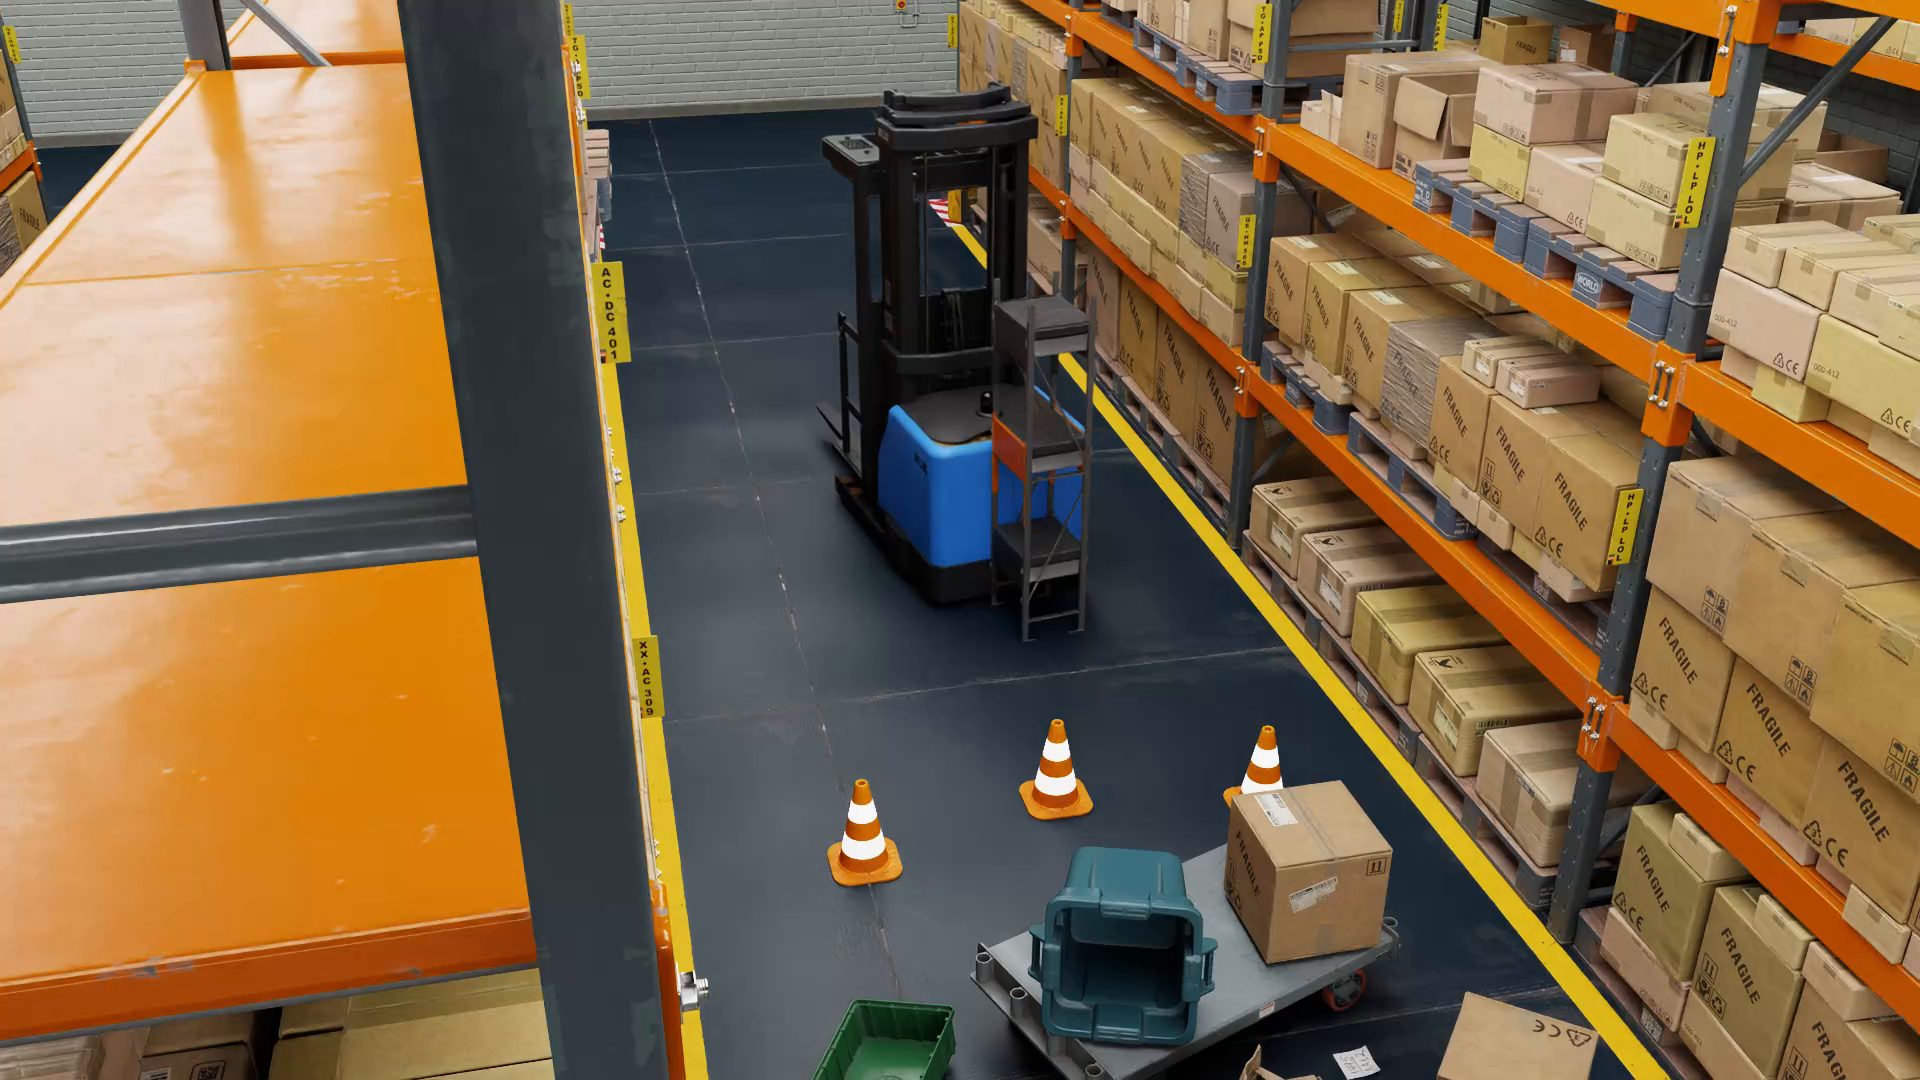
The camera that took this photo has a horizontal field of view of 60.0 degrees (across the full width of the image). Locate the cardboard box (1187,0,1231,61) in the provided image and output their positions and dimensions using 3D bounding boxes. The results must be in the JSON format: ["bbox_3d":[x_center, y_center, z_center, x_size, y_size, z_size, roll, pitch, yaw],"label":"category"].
[{"bbox_3d":[1.862,-3.333,10.464,0.700,0.500,0.500,-7,28,-14],"label":"cardboard box"}]

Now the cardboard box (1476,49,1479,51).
[{"bbox_3d":[5.779,-5.028,17.566,0.500,0.250,0.500,-6,27,-11],"label":"cardboard box"}]

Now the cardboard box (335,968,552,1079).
[{"bbox_3d":[-0.548,0.609,2.049,0.380,0.149,0.250,-6,27,-11],"label":"cardboard box"}]

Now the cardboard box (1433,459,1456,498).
[{"bbox_3d":[2.571,-0.312,8.199,0.380,0.149,0.250,-6,27,-12],"label":"cardboard box"}]

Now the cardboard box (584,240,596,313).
[{"bbox_3d":[-1.235,-0.730,4.701,0.380,0.149,0.250,-6,27,-12],"label":"cardboard box"}]

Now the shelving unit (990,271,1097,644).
[{"bbox_3d":[0.468,-0.460,9.677,0.431,2.100,0.503,-10,28,-19],"label":"shelving unit"}]

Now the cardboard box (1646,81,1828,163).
[{"bbox_3d":[3.308,-1.788,7.126,0.500,0.250,0.500,-7,28,-13],"label":"cardboard box"}]

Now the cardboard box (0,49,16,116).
[{"bbox_3d":[-8.822,-4.065,14.826,0.500,0.500,0.500,-6,27,-11],"label":"cardboard box"}]

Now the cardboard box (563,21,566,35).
[{"bbox_3d":[-3.747,-4.309,14.755,0.500,0.500,0.500,-5,27,-9],"label":"cardboard box"}]

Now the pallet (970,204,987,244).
[{"bbox_3d":[0.724,-3.270,17.341,1.003,0.211,1.213,-6,27,-12],"label":"pallet"}]

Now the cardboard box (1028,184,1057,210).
[{"bbox_3d":[0.928,-3.221,16.527,0.875,0.438,0.875,-5,27,-10],"label":"cardboard box"}]

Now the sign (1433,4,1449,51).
[{"bbox_3d":[2.799,-2.970,9.749,0.100,0.325,0.005,-6,27,-12],"label":"sign"}]

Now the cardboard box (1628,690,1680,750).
[{"bbox_3d":[2.930,0.693,6.673,0.380,0.149,0.250,-6,27,-12],"label":"cardboard box"}]

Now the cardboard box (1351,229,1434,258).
[{"bbox_3d":[2.643,-1.540,9.911,0.500,0.500,0.500,-7,28,-13],"label":"cardboard box"}]

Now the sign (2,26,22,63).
[{"bbox_3d":[-8.656,-4.523,15.181,0.100,0.325,0.005,-6,27,-12],"label":"sign"}]

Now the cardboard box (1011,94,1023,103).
[{"bbox_3d":[0.766,-3.769,15.123,0.500,0.500,0.500,-6,27,-12],"label":"cardboard box"}]

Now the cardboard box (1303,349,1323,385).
[{"bbox_3d":[2.210,-1.007,9.576,0.380,0.149,0.250,-8,28,-15],"label":"cardboard box"}]

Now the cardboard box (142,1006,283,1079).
[{"bbox_3d":[-1.221,0.670,2.371,0.500,0.250,0.500,-6,27,-11],"label":"cardboard box"}]

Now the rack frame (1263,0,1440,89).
[{"bbox_3d":[2.270,-4.024,9.082,1.000,3.000,0.127,-6,27,-12],"label":"rack frame"}]

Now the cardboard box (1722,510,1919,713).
[{"bbox_3d":[3.153,0.228,5.765,0.700,0.500,0.500,-6,27,-11],"label":"cardboard box"}]

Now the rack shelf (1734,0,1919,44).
[{"bbox_3d":[3.622,-1.068,4.027,1.077,0.370,4.000,-6,27,-12],"label":"rack shelf"}]

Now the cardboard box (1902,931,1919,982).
[{"bbox_3d":[3.293,1.363,5.345,0.380,0.149,0.250,-6,27,-12],"label":"cardboard box"}]

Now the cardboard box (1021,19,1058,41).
[{"bbox_3d":[0.763,-4.553,14.848,0.380,0.149,0.250,-7,28,-13],"label":"cardboard box"}]

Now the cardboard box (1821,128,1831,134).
[{"bbox_3d":[6.388,-3.033,13.199,0.700,0.500,0.500,-6,27,-12],"label":"cardboard box"}]

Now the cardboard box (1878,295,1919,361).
[{"bbox_3d":[3.095,-0.655,5.131,0.380,0.149,0.250,-6,27,-12],"label":"cardboard box"}]

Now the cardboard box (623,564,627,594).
[{"bbox_3d":[-1.599,0.433,6.799,0.500,0.500,0.500,-6,27,-11],"label":"cardboard box"}]

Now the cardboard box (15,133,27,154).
[{"bbox_3d":[-8.787,-3.617,15.212,0.380,0.149,0.250,-5,27,-11],"label":"cardboard box"}]

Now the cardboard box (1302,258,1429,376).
[{"bbox_3d":[2.270,-1.262,9.360,0.500,0.500,0.500,-5,27,-9],"label":"cardboard box"}]

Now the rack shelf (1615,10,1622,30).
[{"bbox_3d":[5.753,-5.504,16.141,1.077,0.370,4.000,-6,27,-12],"label":"rack shelf"}]

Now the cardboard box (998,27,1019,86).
[{"bbox_3d":[0.658,-4.439,15.342,0.500,0.500,0.500,-6,27,-11],"label":"cardboard box"}]

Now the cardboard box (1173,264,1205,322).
[{"bbox_3d":[1.773,-1.697,11.297,0.500,0.250,0.500,-5,27,-11],"label":"cardboard box"}]

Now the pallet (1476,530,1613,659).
[{"bbox_3d":[3.141,0.145,7.692,1.003,0.211,1.213,-6,27,-12],"label":"pallet"}]

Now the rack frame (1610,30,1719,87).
[{"bbox_3d":[6.204,-3.608,14.915,1.000,3.000,0.127,-6,27,-12],"label":"rack frame"}]

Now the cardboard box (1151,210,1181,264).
[{"bbox_3d":[1.659,-2.136,11.612,0.500,0.250,0.500,-7,28,-13],"label":"cardboard box"}]

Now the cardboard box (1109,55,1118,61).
[{"bbox_3d":[1.477,-4.158,14.066,0.380,0.149,0.250,-6,27,-11],"label":"cardboard box"}]

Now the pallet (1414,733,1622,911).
[{"bbox_3d":[2.995,1.313,8.260,1.003,0.211,1.213,-6,27,-12],"label":"pallet"}]

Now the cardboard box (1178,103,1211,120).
[{"bbox_3d":[1.933,-2.971,12.434,0.500,0.500,0.500,-5,27,-10],"label":"cardboard box"}]

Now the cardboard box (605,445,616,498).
[{"bbox_3d":[-0.893,-0.063,3.381,0.380,0.149,0.250,-6,27,-11],"label":"cardboard box"}]

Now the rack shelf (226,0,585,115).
[{"bbox_3d":[-2.079,-2.099,6.511,1.077,0.370,4.000,-6,27,-12],"label":"rack shelf"}]

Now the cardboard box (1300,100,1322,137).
[{"bbox_3d":[2.175,-2.417,9.507,0.380,0.149,0.250,-6,27,-12],"label":"cardboard box"}]

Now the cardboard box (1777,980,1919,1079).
[{"bbox_3d":[3.289,1.863,5.829,0.500,0.500,0.500,-5,27,-9],"label":"cardboard box"}]

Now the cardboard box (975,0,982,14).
[{"bbox_3d":[0.353,-5.221,16.171,0.380,0.149,0.250,-5,27,-10],"label":"cardboard box"}]

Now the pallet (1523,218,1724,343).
[{"bbox_3d":[3.136,-1.127,6.880,1.213,0.211,1.003,-6,27,-12],"label":"pallet"}]

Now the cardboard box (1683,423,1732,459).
[{"bbox_3d":[3.345,-0.190,7.236,0.500,0.500,0.500,-5,27,-10],"label":"cardboard box"}]

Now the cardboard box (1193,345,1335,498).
[{"bbox_3d":[2.195,-0.897,11.436,0.875,0.875,0.875,-6,27,-12],"label":"cardboard box"}]

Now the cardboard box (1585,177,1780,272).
[{"bbox_3d":[2.899,-1.291,6.697,0.500,0.250,0.500,-6,28,-13],"label":"cardboard box"}]

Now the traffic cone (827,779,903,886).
[{"bbox_3d":[-0.460,1.347,7.913,0.336,0.463,0.334,-6,27,-12],"label":"traffic cone"}]

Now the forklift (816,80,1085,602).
[{"bbox_3d":[-0.227,-1.570,10.953,1.130,2.935,3.031,-10,28,-19],"label":"forklift"}]

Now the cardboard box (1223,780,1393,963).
[{"bbox_3d":[1.444,1.382,6.964,0.500,0.500,0.500,-6,27,-12],"label":"cardboard box"}]

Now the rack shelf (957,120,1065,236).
[{"bbox_3d":[0.918,-3.659,15.815,1.077,0.370,4.000,-6,27,-12],"label":"rack shelf"}]

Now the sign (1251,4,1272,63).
[{"bbox_3d":[1.727,-2.898,9.519,0.100,0.325,0.005,-6,27,-12],"label":"sign"}]

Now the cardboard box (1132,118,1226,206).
[{"bbox_3d":[1.563,-2.703,11.903,0.500,0.500,0.500,-6,27,-12],"label":"cardboard box"}]

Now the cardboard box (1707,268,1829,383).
[{"bbox_3d":[3.004,-0.774,5.808,0.500,0.250,0.500,-7,28,-13],"label":"cardboard box"}]
